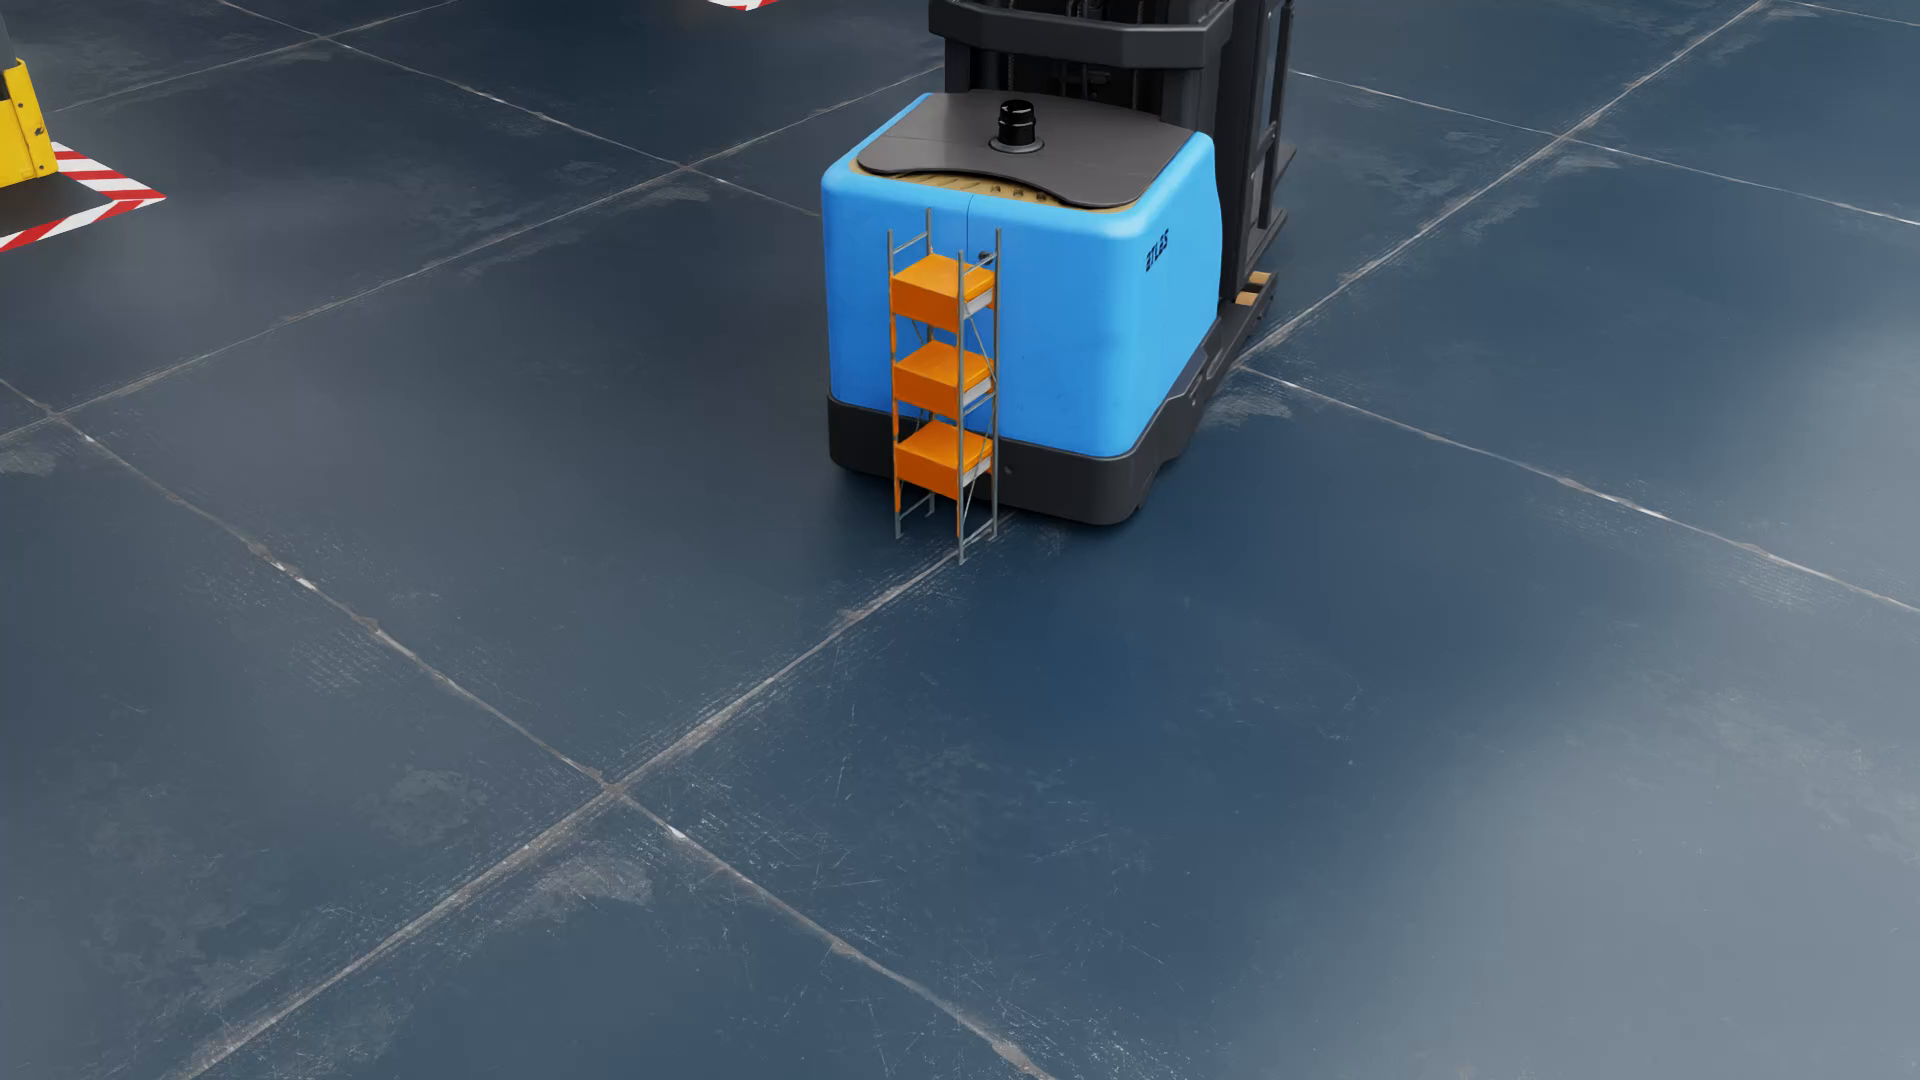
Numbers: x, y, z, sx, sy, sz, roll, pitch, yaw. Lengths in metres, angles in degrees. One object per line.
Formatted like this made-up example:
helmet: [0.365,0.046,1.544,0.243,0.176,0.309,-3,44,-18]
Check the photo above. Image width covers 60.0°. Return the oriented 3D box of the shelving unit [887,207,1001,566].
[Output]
shelving unit: [-0.044,-0.439,4.962,0.252,1.050,0.215,22,40,28]

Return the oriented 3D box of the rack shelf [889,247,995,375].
rack shelf: [-0.044,-0.664,4.808,0.240,0.259,0.215,22,40,28]

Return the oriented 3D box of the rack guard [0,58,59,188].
rack guard: [-4.691,-1.743,7.347,0.348,0.500,1.175,25,42,32]

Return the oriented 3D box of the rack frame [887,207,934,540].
rack frame: [-0.144,-0.479,5.020,0.008,1.050,0.200,22,40,28]

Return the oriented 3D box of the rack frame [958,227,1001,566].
rack frame: [0.055,-0.399,4.904,0.008,1.050,0.200,22,40,28]

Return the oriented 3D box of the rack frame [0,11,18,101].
rack frame: [-4.602,-2.766,6.629,0.127,3.000,1.000,25,42,32]

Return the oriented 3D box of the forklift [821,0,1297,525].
forklift: [0.604,-2.081,5.691,1.130,2.935,3.031,13,37,19]

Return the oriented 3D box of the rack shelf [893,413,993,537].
rack shelf: [-0.044,-0.201,5.125,0.240,0.259,0.215,22,40,28]

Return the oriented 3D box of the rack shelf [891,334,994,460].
rack shelf: [-0.044,-0.431,4.968,0.240,0.259,0.215,22,40,28]
